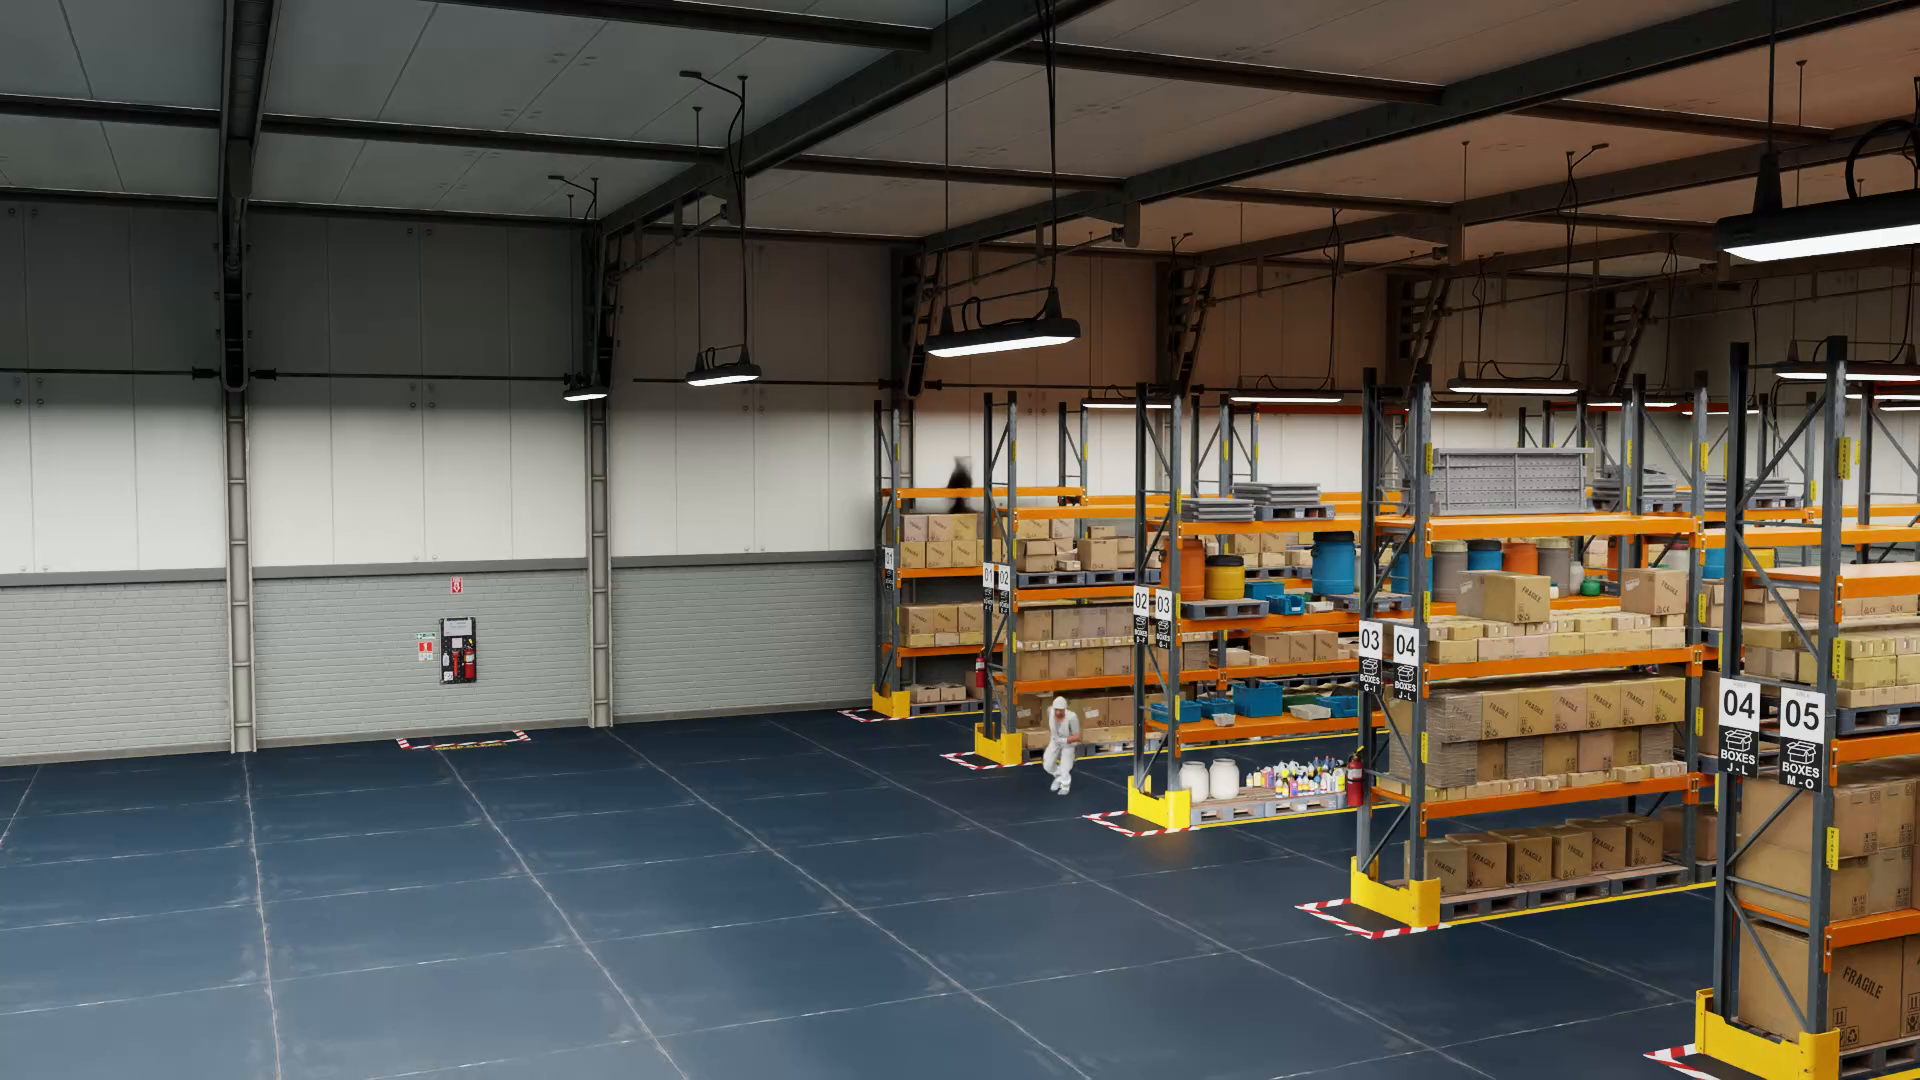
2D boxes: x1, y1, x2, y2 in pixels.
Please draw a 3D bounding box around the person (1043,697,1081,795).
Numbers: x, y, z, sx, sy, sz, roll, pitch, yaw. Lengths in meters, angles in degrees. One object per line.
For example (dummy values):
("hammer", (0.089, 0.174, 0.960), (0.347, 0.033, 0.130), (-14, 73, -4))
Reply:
("person", (1.458, 2.982, 24.046), (0.706, 1.532, 1.007), (2, 4, 25))
